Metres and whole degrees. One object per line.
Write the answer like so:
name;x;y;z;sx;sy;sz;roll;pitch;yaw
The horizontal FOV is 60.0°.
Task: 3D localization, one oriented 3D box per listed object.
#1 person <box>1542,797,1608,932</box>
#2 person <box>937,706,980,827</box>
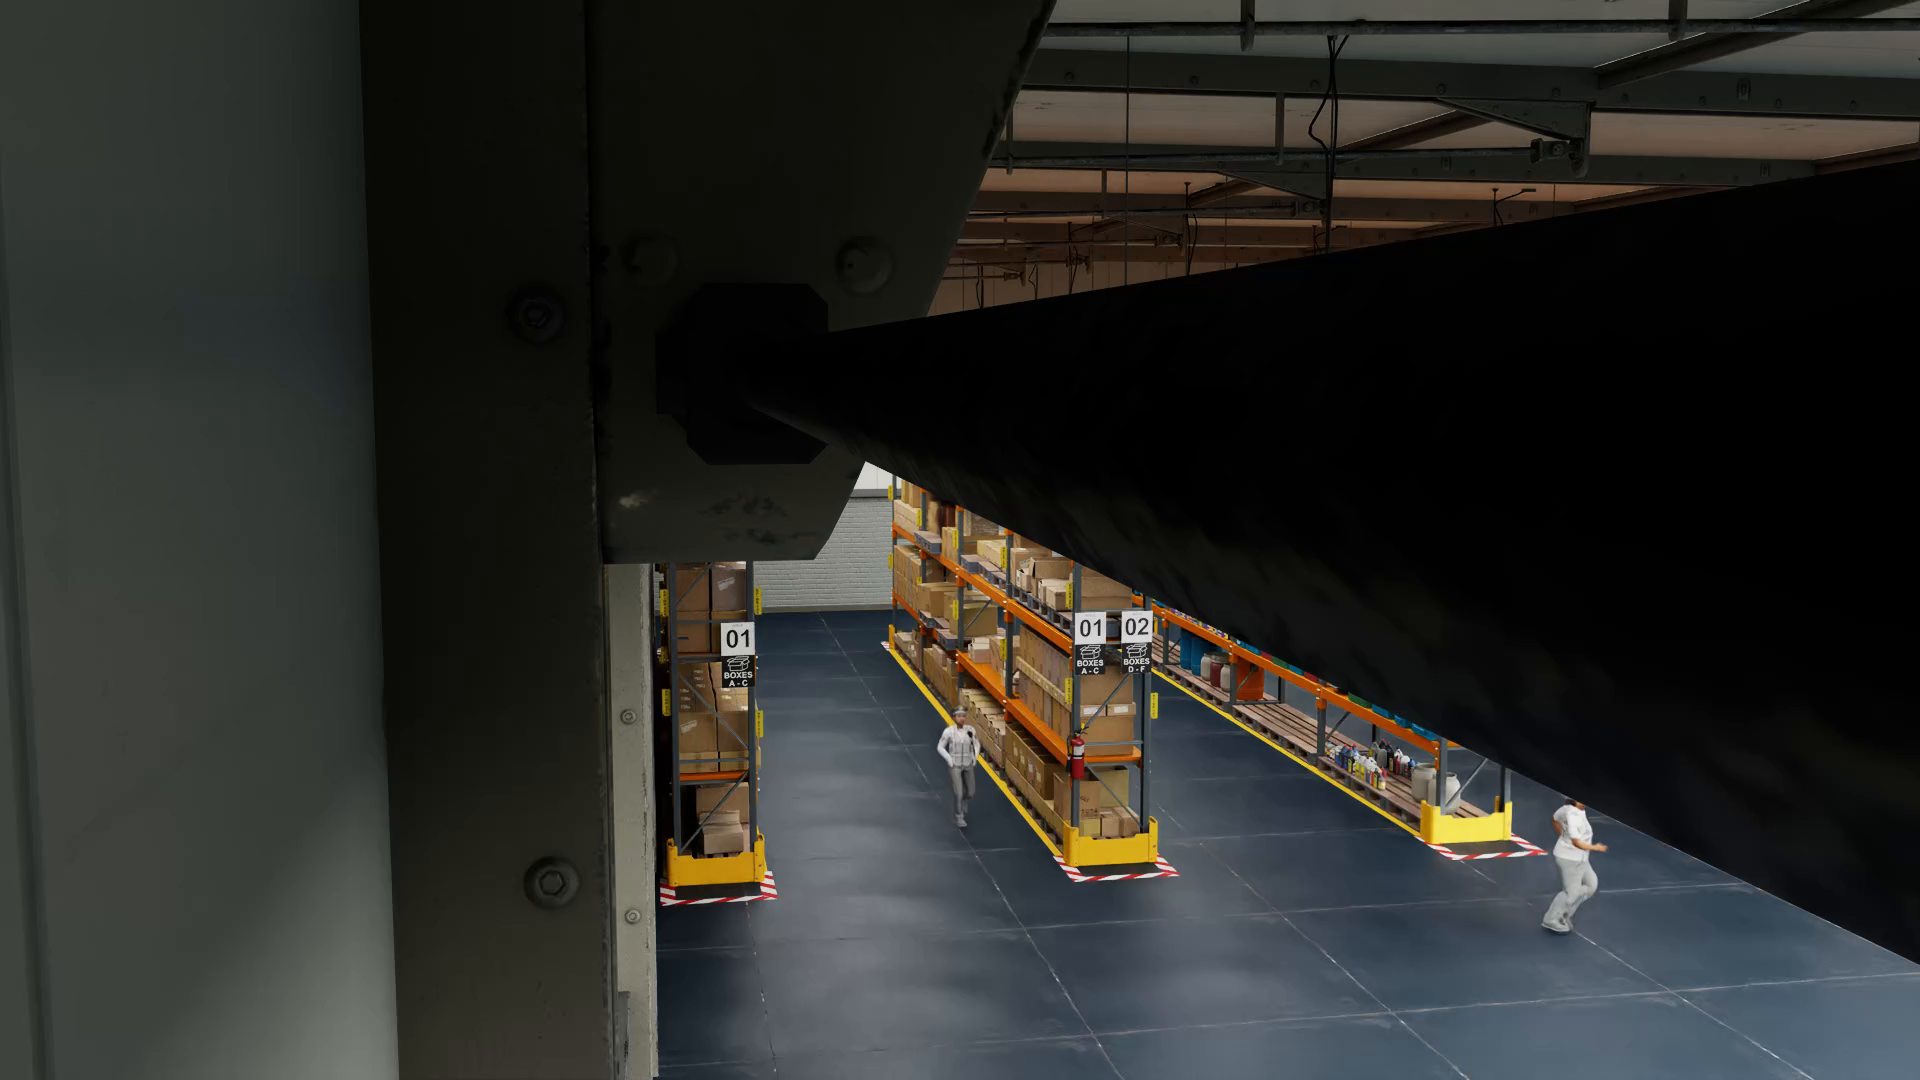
person;6.801;3.539;18.379;0.651;1.674;0.624;2;6;18
person;-0.005;3.060;22.690;0.613;1.646;0.579;-1;6;-14
